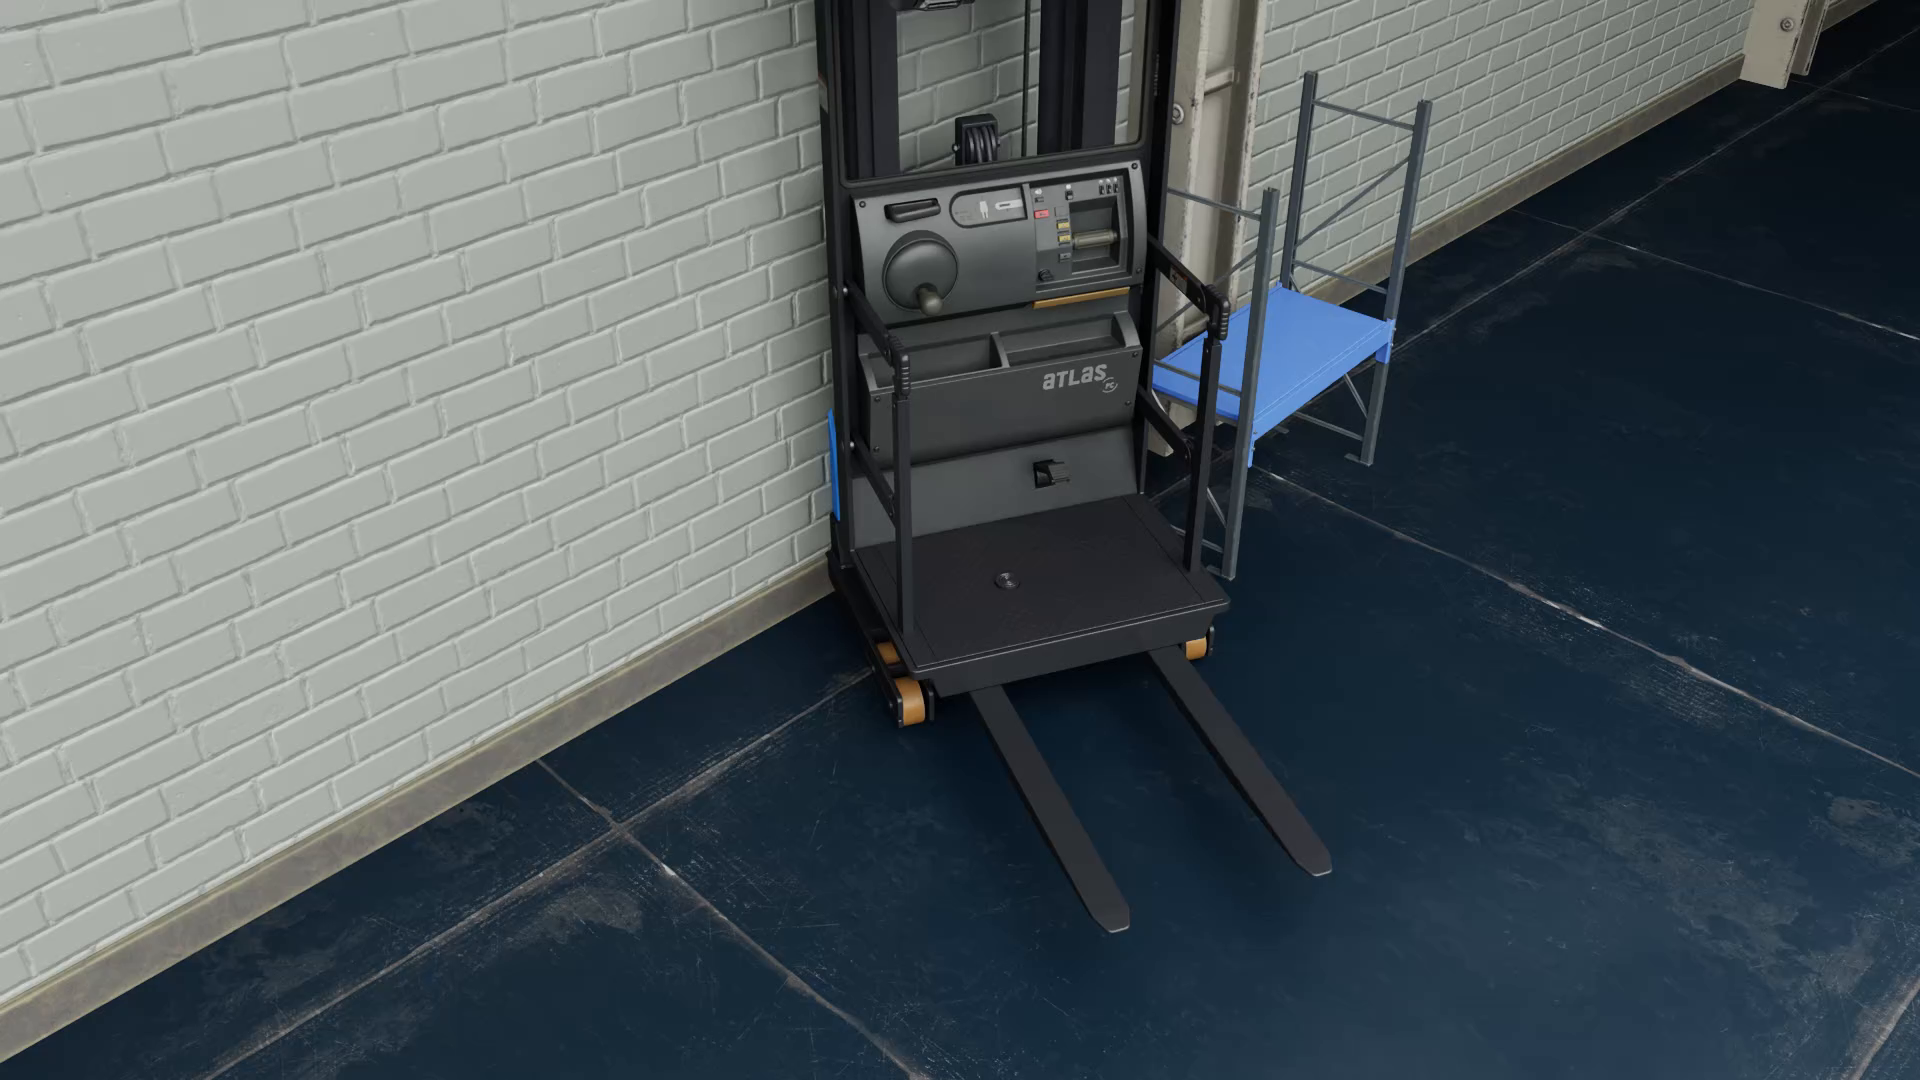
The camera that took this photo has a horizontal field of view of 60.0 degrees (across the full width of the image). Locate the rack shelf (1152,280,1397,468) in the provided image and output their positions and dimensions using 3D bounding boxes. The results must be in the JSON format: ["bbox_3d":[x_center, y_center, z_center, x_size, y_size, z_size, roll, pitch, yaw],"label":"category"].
[{"bbox_3d":[1.130,-0.638,6.168,0.538,0.185,1.000,26,42,32],"label":"rack shelf"}]

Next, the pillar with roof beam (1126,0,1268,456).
[{"bbox_3d":[3.915,-2.435,1.874,9.100,9.000,0.400,30,45,35],"label":"pillar with roof beam"}]

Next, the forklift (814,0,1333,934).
[{"bbox_3d":[0.207,-0.865,4.927,1.130,2.935,3.031,-11,36,-16],"label":"forklift"}]

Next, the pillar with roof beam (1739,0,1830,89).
[{"bbox_3d":[8.143,-4.870,5.367,9.100,9.000,0.400,30,45,35],"label":"pillar with roof beam"}]

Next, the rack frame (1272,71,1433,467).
[{"bbox_3d":[1.459,-1.007,6.383,0.500,1.500,0.032,26,42,32],"label":"rack frame"}]

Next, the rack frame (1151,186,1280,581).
[{"bbox_3d":[0.801,-0.564,5.748,0.500,1.500,0.032,26,42,32],"label":"rack frame"}]

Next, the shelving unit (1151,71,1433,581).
[{"bbox_3d":[1.130,-0.786,6.065,0.538,1.500,1.048,26,42,32],"label":"shelving unit"}]
